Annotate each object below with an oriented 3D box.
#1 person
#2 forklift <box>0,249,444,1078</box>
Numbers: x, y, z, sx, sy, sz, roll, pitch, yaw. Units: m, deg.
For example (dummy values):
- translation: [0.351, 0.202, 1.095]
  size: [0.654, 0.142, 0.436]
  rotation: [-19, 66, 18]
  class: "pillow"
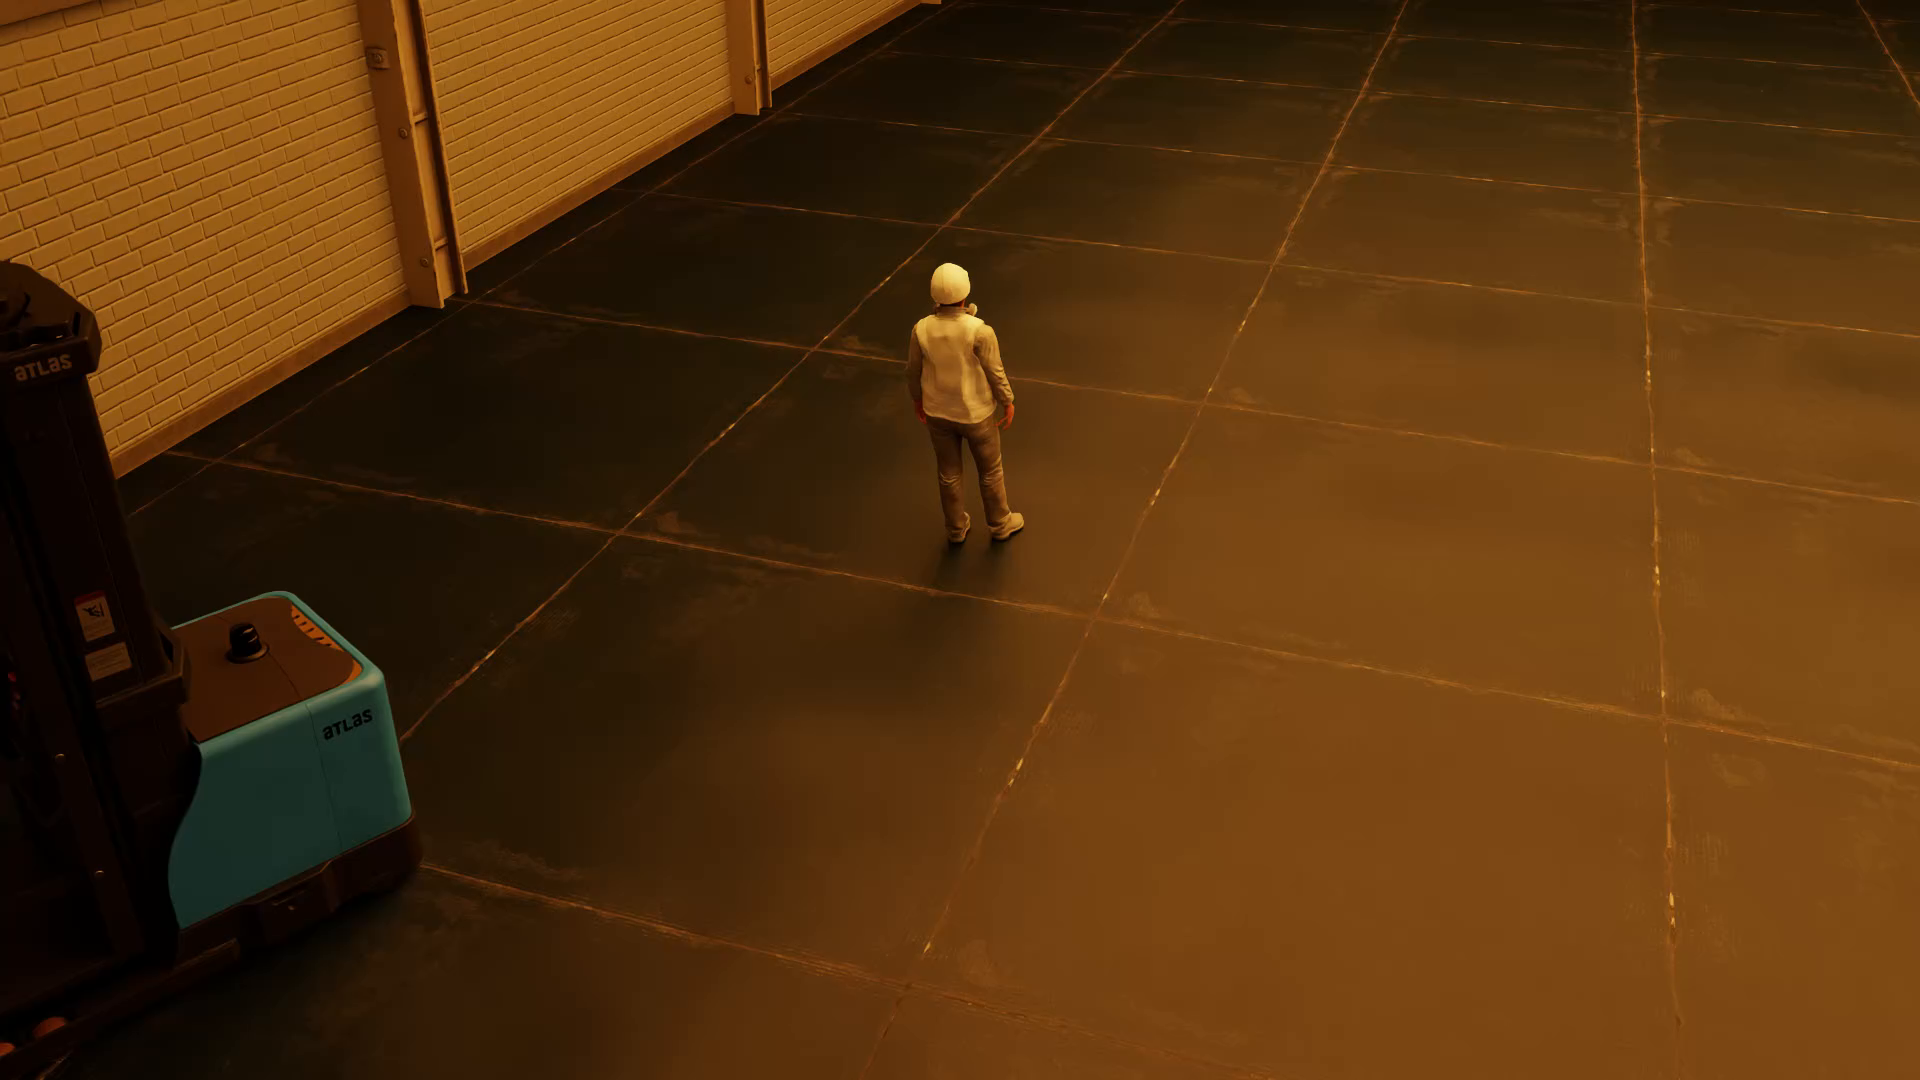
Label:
- translation: [0.028, -0.805, 9.702]
  size: [0.632, 1.773, 0.568]
  rotation: [10, 31, 16]
  class: "person"
- translation: [-3.752, 0.507, 6.247]
  size: [3.031, 2.935, 1.130]
  rotation: [-25, 38, -37]
  class: "forklift"
